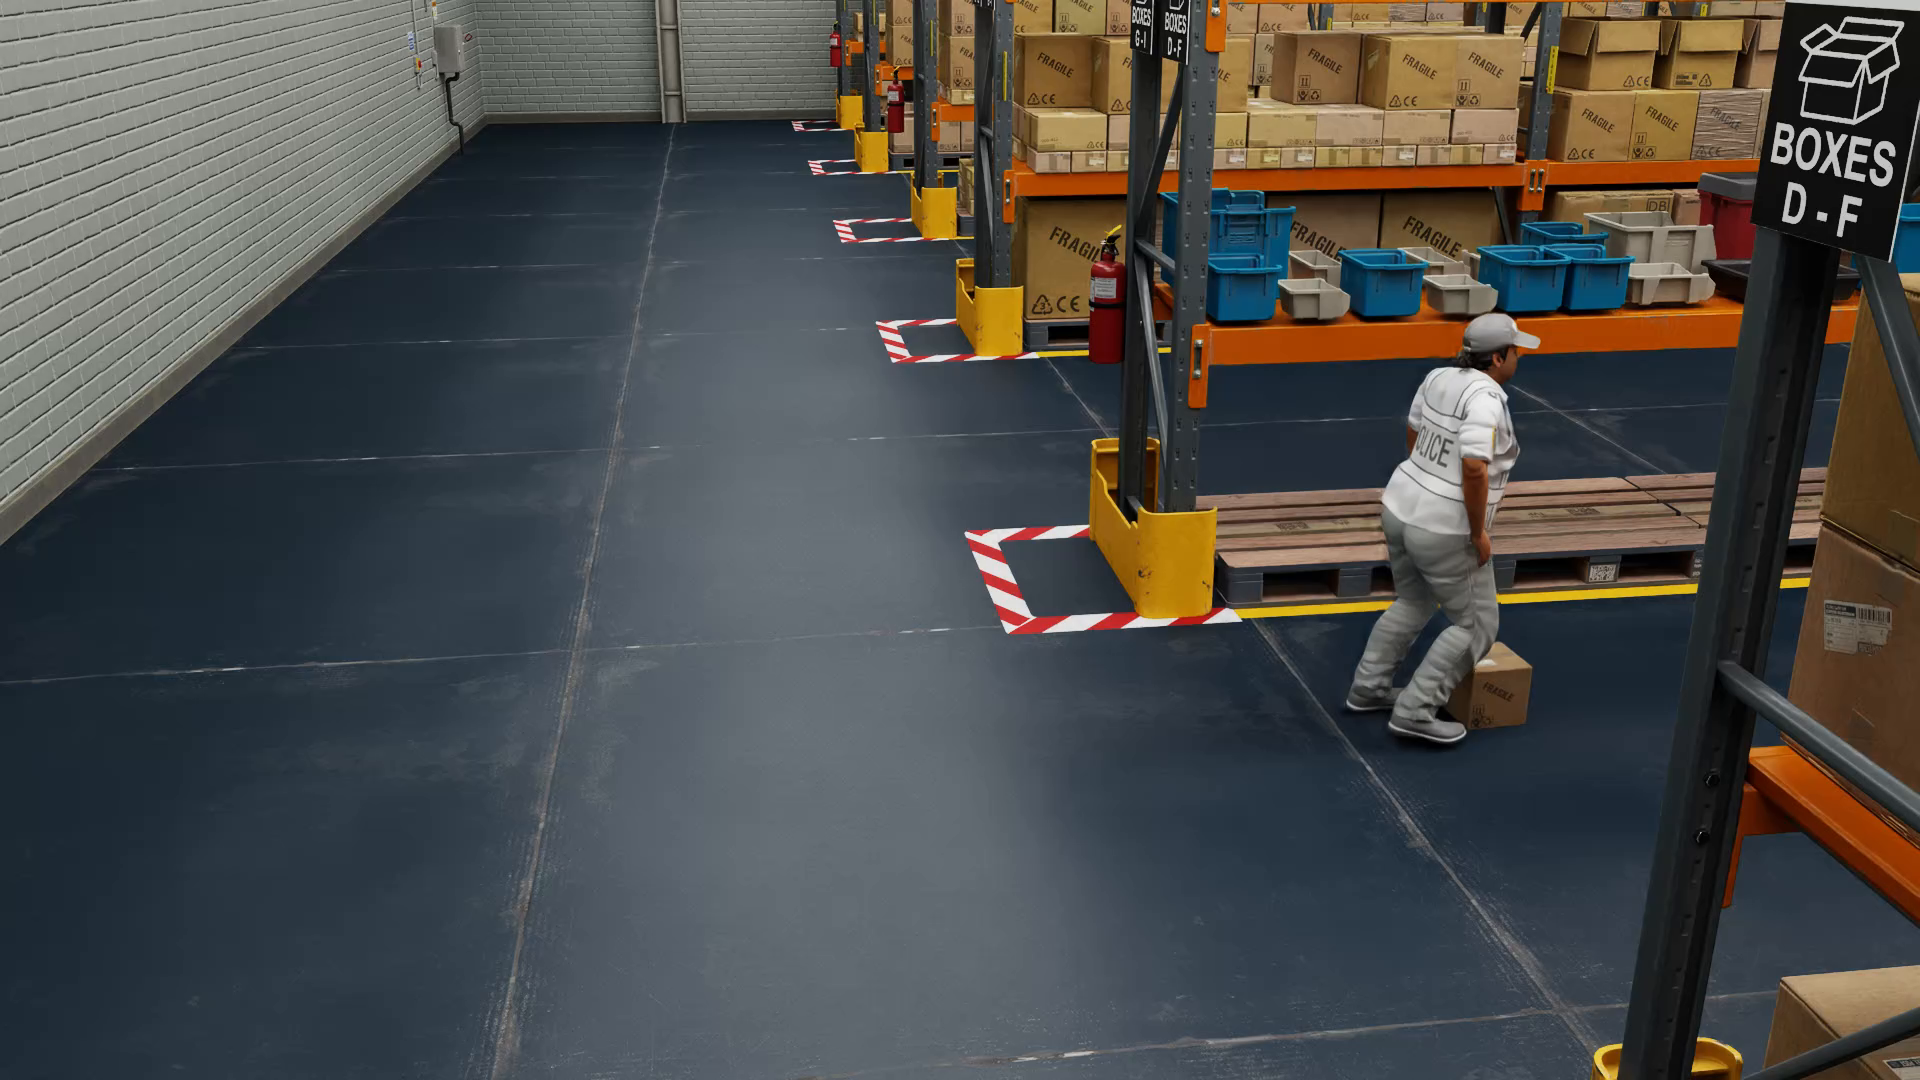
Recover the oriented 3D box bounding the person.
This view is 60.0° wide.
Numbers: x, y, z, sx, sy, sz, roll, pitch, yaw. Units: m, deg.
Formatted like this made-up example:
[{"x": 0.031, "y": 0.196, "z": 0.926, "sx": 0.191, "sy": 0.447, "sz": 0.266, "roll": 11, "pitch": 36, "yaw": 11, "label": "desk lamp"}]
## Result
[{"x": 1.841, "y": -0.057, "z": 6.292, "sx": 0.571, "sy": 1.611, "sz": 0.623, "roll": -4, "pitch": 20, "yaw": -10, "label": "person"}]
